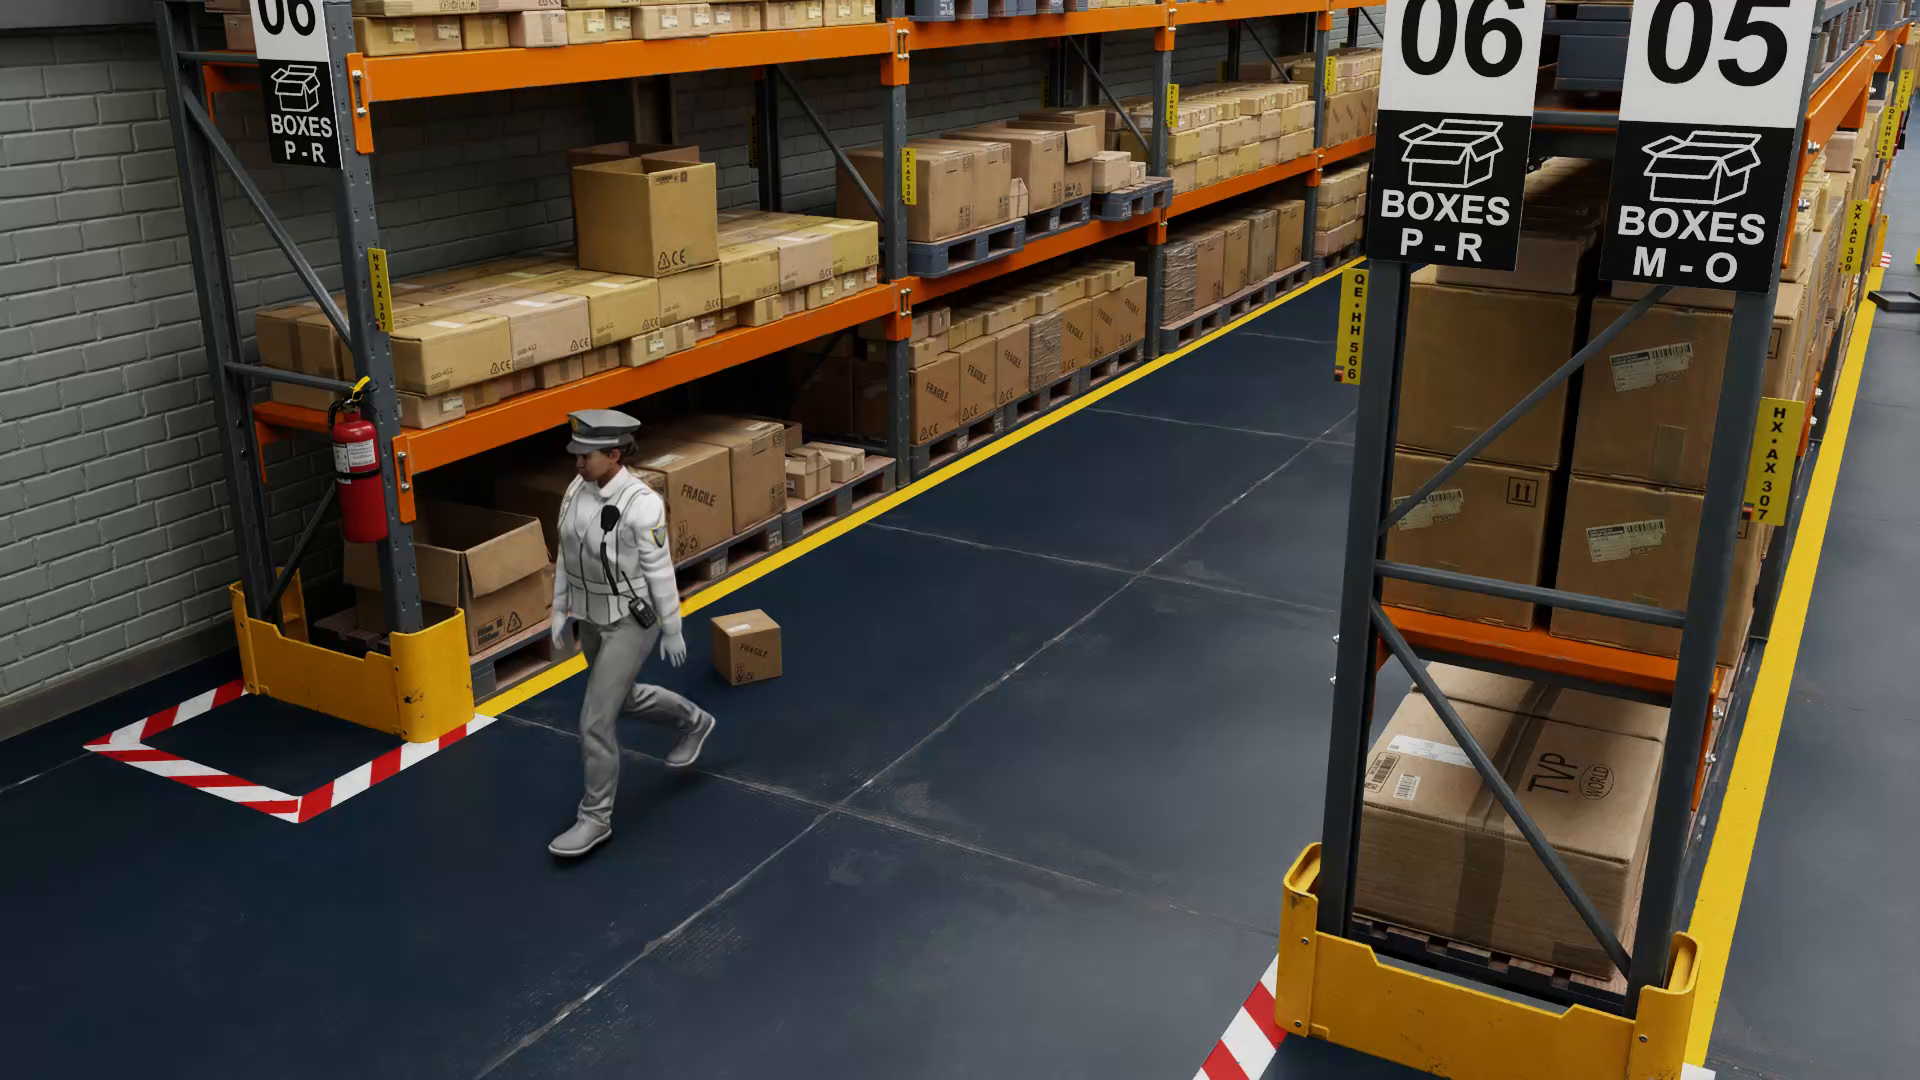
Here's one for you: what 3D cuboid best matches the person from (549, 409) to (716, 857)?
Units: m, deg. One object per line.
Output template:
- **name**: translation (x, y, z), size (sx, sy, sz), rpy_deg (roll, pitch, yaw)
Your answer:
- **person**: translation (-1.279, 0.282, 6.255), size (0.527, 1.621, 0.944), rpy_deg (15, 25, 36)
